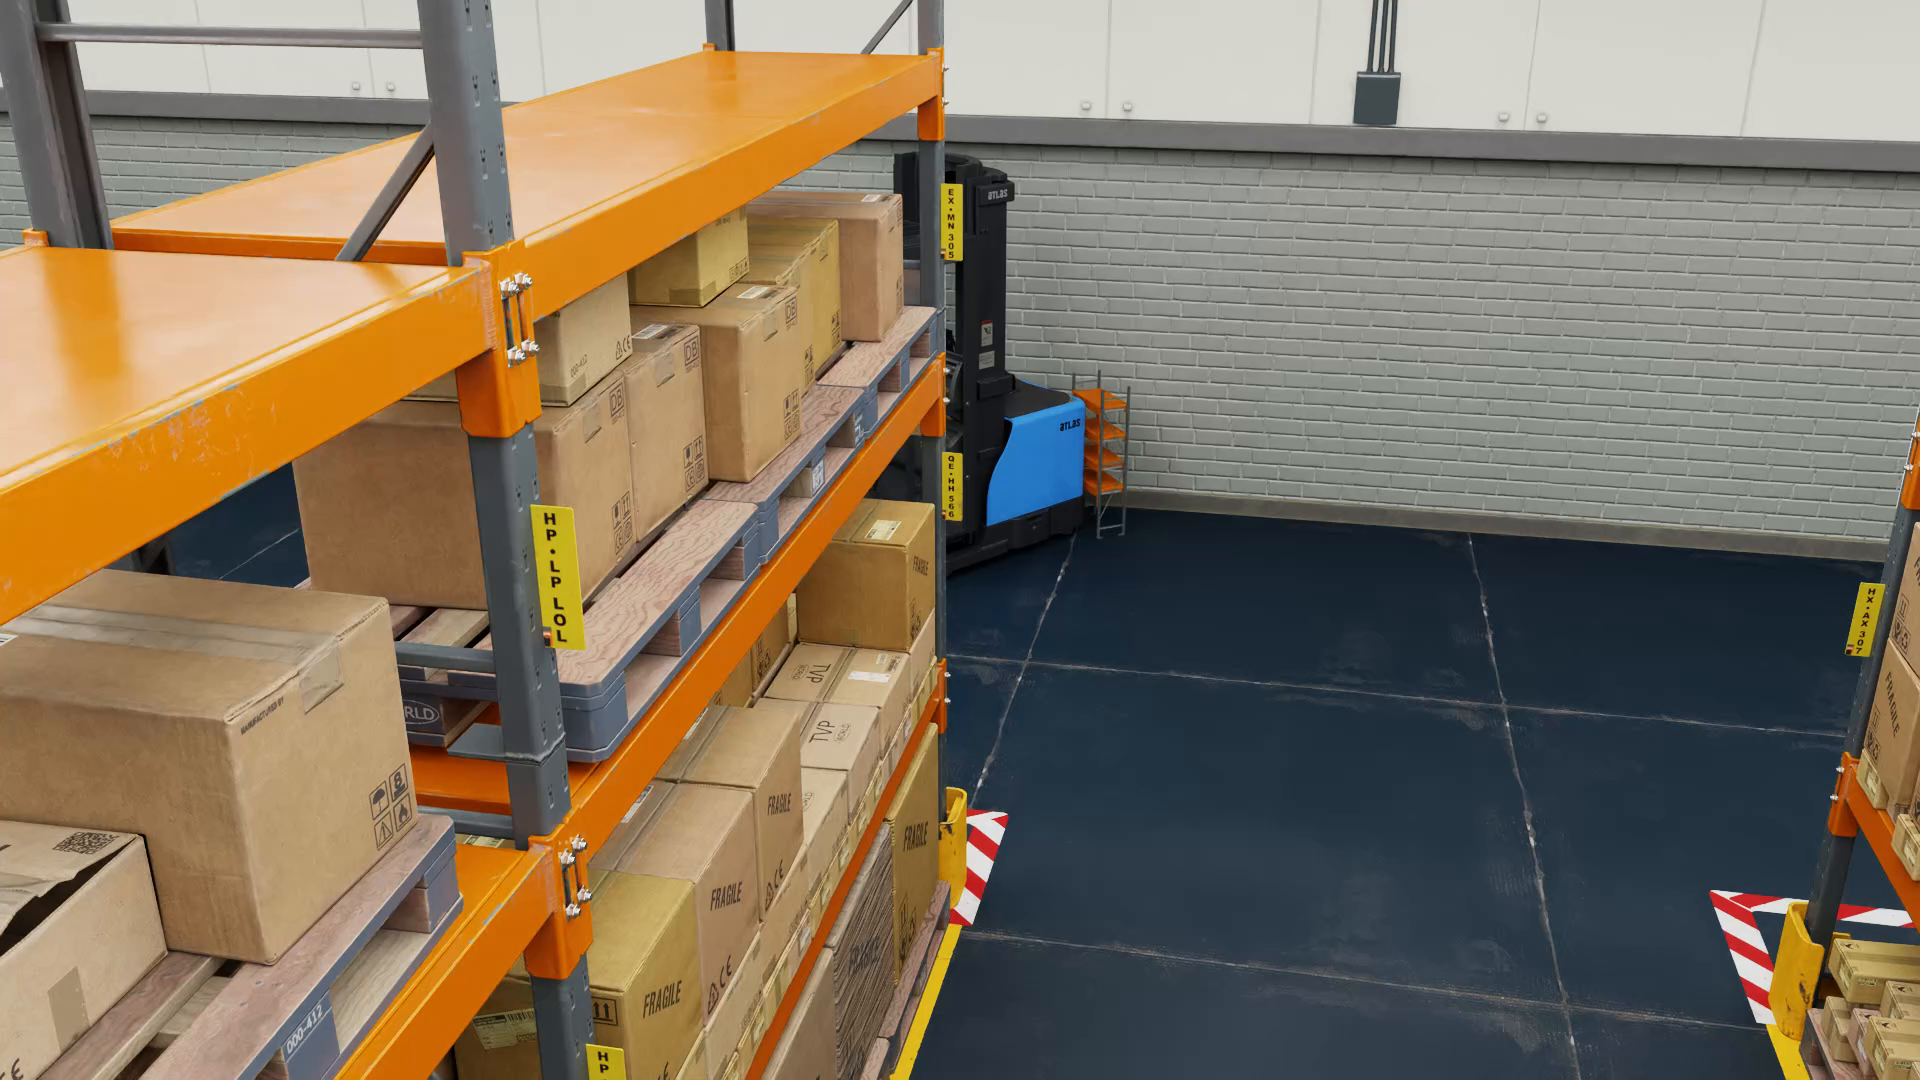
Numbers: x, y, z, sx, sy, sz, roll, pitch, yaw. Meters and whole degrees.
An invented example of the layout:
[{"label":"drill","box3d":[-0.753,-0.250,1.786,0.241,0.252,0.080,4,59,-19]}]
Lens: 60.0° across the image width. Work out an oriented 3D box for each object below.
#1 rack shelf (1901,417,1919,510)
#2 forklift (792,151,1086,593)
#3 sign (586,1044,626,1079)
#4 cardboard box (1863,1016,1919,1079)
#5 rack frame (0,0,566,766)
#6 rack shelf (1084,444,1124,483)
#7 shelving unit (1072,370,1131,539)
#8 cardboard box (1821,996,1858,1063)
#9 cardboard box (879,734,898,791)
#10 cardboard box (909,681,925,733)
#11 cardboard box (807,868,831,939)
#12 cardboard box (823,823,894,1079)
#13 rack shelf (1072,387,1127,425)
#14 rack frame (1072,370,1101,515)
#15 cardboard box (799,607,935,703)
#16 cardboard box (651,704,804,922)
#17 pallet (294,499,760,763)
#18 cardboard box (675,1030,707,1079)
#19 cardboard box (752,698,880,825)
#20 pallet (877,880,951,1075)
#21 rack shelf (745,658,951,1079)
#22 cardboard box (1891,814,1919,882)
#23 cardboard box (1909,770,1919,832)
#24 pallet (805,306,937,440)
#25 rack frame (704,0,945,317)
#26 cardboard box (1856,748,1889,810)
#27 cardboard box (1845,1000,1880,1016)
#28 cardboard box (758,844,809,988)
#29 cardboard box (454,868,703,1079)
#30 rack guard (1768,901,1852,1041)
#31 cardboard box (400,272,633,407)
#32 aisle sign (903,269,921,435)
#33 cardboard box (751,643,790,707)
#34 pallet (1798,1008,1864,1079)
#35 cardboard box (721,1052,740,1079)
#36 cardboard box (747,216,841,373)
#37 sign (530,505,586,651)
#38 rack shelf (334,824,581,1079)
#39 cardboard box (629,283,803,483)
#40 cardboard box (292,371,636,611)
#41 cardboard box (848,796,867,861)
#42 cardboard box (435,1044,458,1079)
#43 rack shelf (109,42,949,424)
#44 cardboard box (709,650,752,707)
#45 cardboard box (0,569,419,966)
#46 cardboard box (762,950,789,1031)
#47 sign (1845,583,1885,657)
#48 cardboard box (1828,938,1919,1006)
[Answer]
[{"label":"rack shelf","box3d":[3.860,0.447,4.677,1.077,0.370,4.000,4,22,11]},{"label":"forklift","box3d":[-0.472,-1.206,11.926,3.031,2.935,1.130,-18,28,-37]},{"label":"sign","box3d":[-0.850,1.358,4.022,0.100,0.325,0.005,4,22,11]},{"label":"cardboard box","box3d":[3.713,1.983,6.373,0.380,0.149,0.250,4,22,11]},{"label":"rack frame","box3d":[-1.383,-0.962,3.196,1.000,3.000,0.127,4,22,11]},{"label":"rack shelf","box3d":[1.076,-0.604,12.927,0.258,0.148,0.480,-9,24,-21]},{"label":"shelving unit","box3d":[1.076,-0.666,12.902,0.258,1.200,0.503,-9,24,-21]},{"label":"cardboard box","box3d":[3.848,2.068,6.958,0.380,0.149,0.250,5,22,12]},{"label":"cardboard box","box3d":[-0.473,0.908,6.919,0.380,0.149,0.250,5,22,12]},{"label":"cardboard box","box3d":[-0.369,0.725,7.374,0.380,0.149,0.250,5,22,11]},{"label":"cardboard box","box3d":[-0.681,1.284,5.986,0.380,0.149,0.250,4,22,9]},{"label":"cardboard box","box3d":[-0.805,1.722,6.845,0.875,0.875,0.875,4,22,11]},{"label":"rack shelf","box3d":[1.076,-1.031,12.755,0.258,0.148,0.480,-9,24,-21]},{"label":"rack frame","box3d":[0.983,-0.750,13.111,0.240,1.200,0.015,-9,24,-21]},{"label":"cardboard box","box3d":[-0.406,0.487,7.432,0.500,0.250,0.500,4,22,10]},{"label":"cardboard box","box3d":[-0.825,0.879,5.455,0.500,0.500,0.500,4,22,9]},{"label":"pallet","box3d":[-1.206,0.172,4.514,1.003,0.211,1.213,4,22,11]},{"label":"cardboard box","box3d":[-1.031,1.601,4.667,0.500,0.250,0.500,4,22,10]},{"label":"cardboard box","box3d":[-0.614,0.859,6.509,0.500,0.250,0.500,4,22,9]},{"label":"pallet","box3d":[-0.654,1.950,7.729,1.003,0.211,1.213,4,22,11]},{"label":"rack shelf","box3d":[-0.975,1.423,6.268,1.077,0.370,4.000,4,22,11]},{"label":"cardboard box","box3d":[3.762,1.174,6.261,0.380,0.149,0.250,4,22,9]},{"label":"cardboard box","box3d":[3.822,0.930,5.998,0.500,0.500,0.500,5,22,11]},{"label":"pallet","box3d":[-0.708,-0.720,6.730,1.003,0.211,1.213,4,22,11]},{"label":"rack frame","box3d":[-0.567,-2.425,6.829,1.000,3.000,0.127,4,22,11]},{"label":"cardboard box","box3d":[3.881,0.983,6.734,0.380,0.149,0.250,4,22,10]},{"label":"cardboard box","box3d":[3.910,1.935,6.890,0.380,0.149,0.250,5,23,13]},{"label":"cardboard box","box3d":[-0.824,1.229,5.589,0.500,0.250,0.500,5,22,12]},{"label":"cardboard box","box3d":[-1.035,1.249,4.536,0.500,0.500,0.500,4,22,11]},{"label":"rack guard","box3d":[4.253,1.960,7.317,1.175,0.500,0.348,4,22,11]},{"label":"cardboard box","box3d":[-1.185,-0.549,4.354,0.500,0.250,0.500,3,22,7]},{"label":"aisle sign","box3d":[-0.259,-0.851,7.472,0.394,0.787,0.004,4,22,11]},{"label":"cardboard box","box3d":[-1.029,0.635,7.064,0.500,0.250,0.500,4,22,10]},{"label":"pallet","box3d":[4.052,2.389,6.640,1.003,0.211,1.213,4,22,11]},{"label":"cardboard box","box3d":[-0.890,1.662,5.048,0.380,0.149,0.250,5,23,13]},{"label":"cardboard box","box3d":[-0.853,-0.930,6.303,0.700,0.500,0.500,4,22,9]},{"label":"sign","box3d":[-0.850,0.082,3.507,0.100,0.325,0.005,4,22,11]},{"label":"rack shelf","box3d":[-1.791,1.495,2.075,1.077,0.370,4.000,4,22,11]},{"label":"cardboard box","box3d":[-0.923,-0.526,5.298,0.700,0.500,0.500,5,23,13]},{"label":"cardboard box","box3d":[-1.282,-0.149,4.363,0.700,0.500,0.500,3,22,8]},{"label":"cardboard box","box3d":[-0.577,1.098,6.447,0.380,0.149,0.250,5,22,11]},{"label":"cardboard box","box3d":[-1.551,1.216,4.617,0.500,0.500,0.500,5,22,12]},{"label":"rack shelf","box3d":[-0.975,-1.174,5.222,1.077,0.370,4.000,4,22,11]},{"label":"cardboard box","box3d":[-1.131,0.470,6.471,0.500,0.500,0.500,4,22,9]},{"label":"cardboard box","box3d":[-1.492,0.401,3.131,0.700,0.500,0.500,5,22,12]},{"label":"cardboard box","box3d":[-0.787,1.472,5.519,0.380,0.149,0.250,4,22,10]},{"label":"sign","box3d":[3.737,0.330,6.860,0.100,0.325,0.005,4,22,11]},{"label":"cardboard box","box3d":[3.829,1.790,6.850,0.380,0.149,0.250,3,22,8]}]
